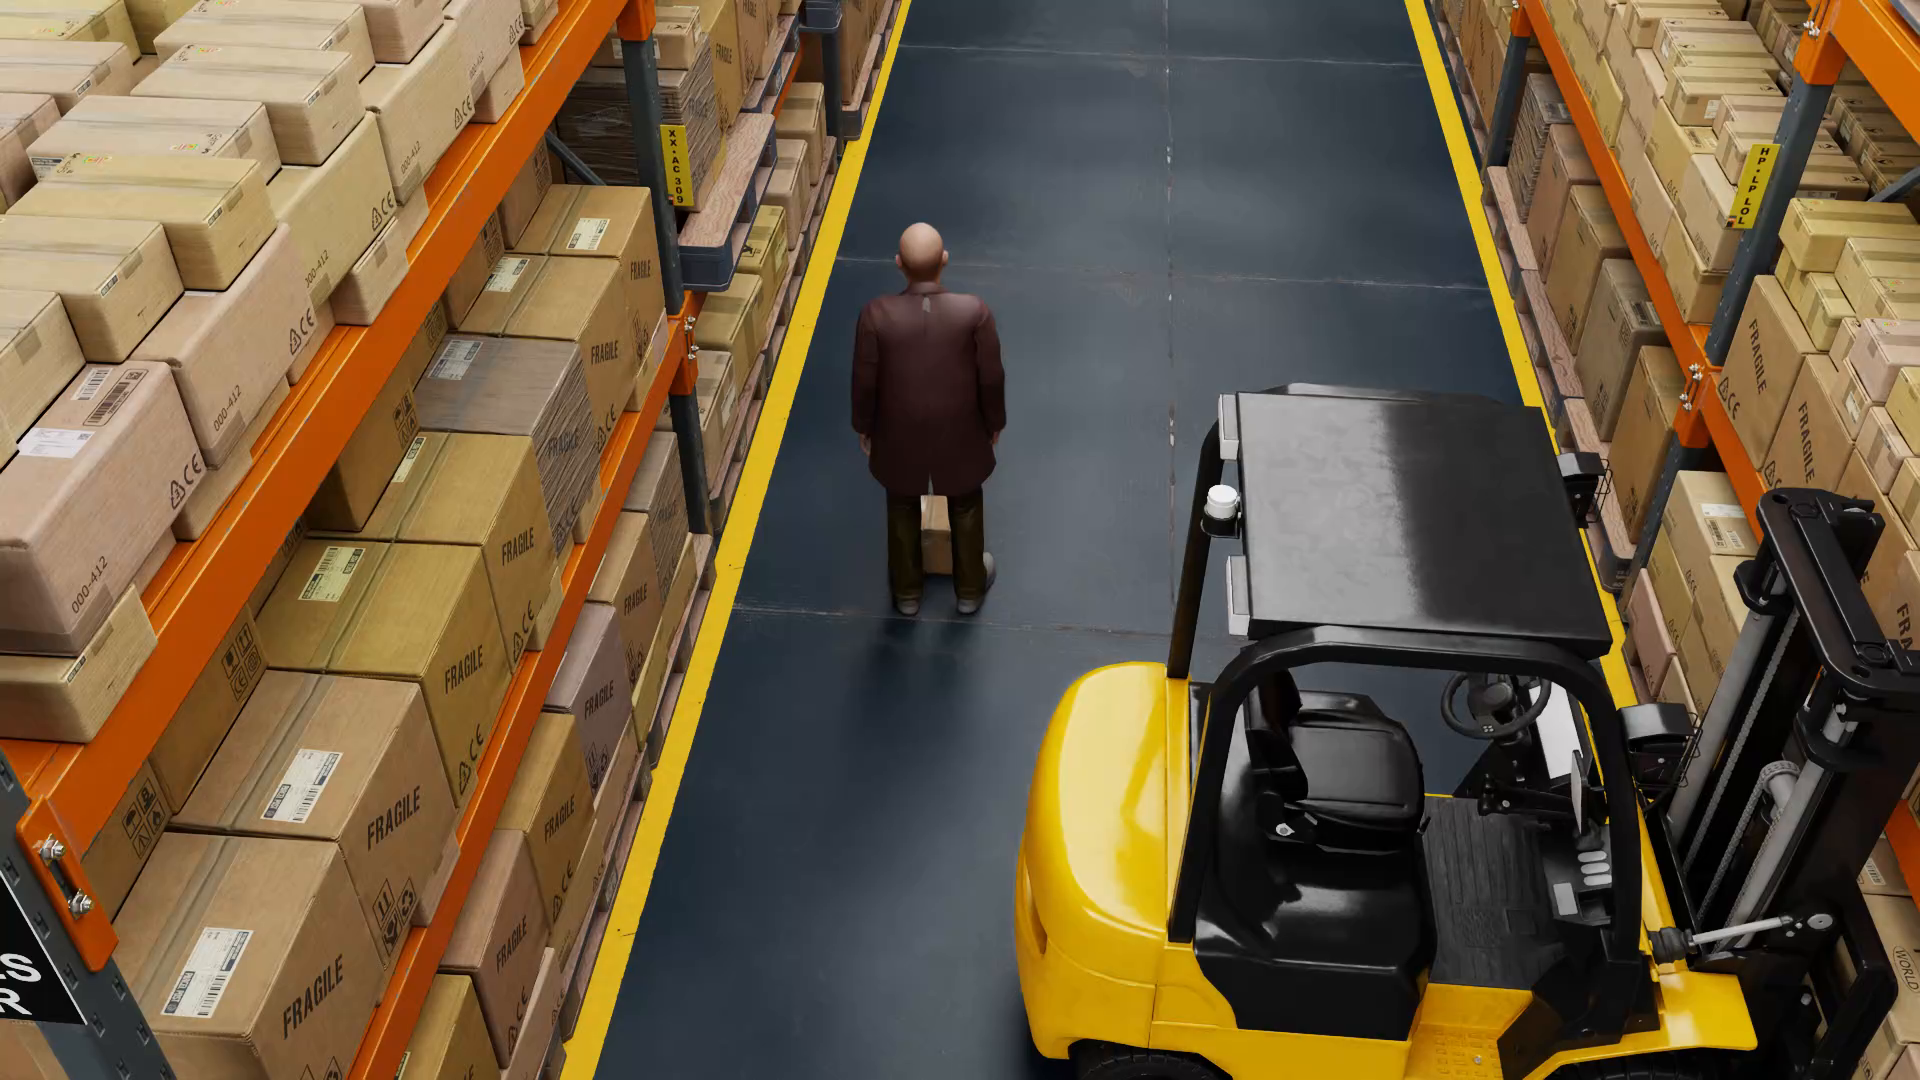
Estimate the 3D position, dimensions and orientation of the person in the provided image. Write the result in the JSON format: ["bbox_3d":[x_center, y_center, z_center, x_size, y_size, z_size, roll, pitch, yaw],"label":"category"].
[{"bbox_3d":[-0.125,-0.455,6.719,0.628,1.773,0.427,0,40,0],"label":"person"}]
